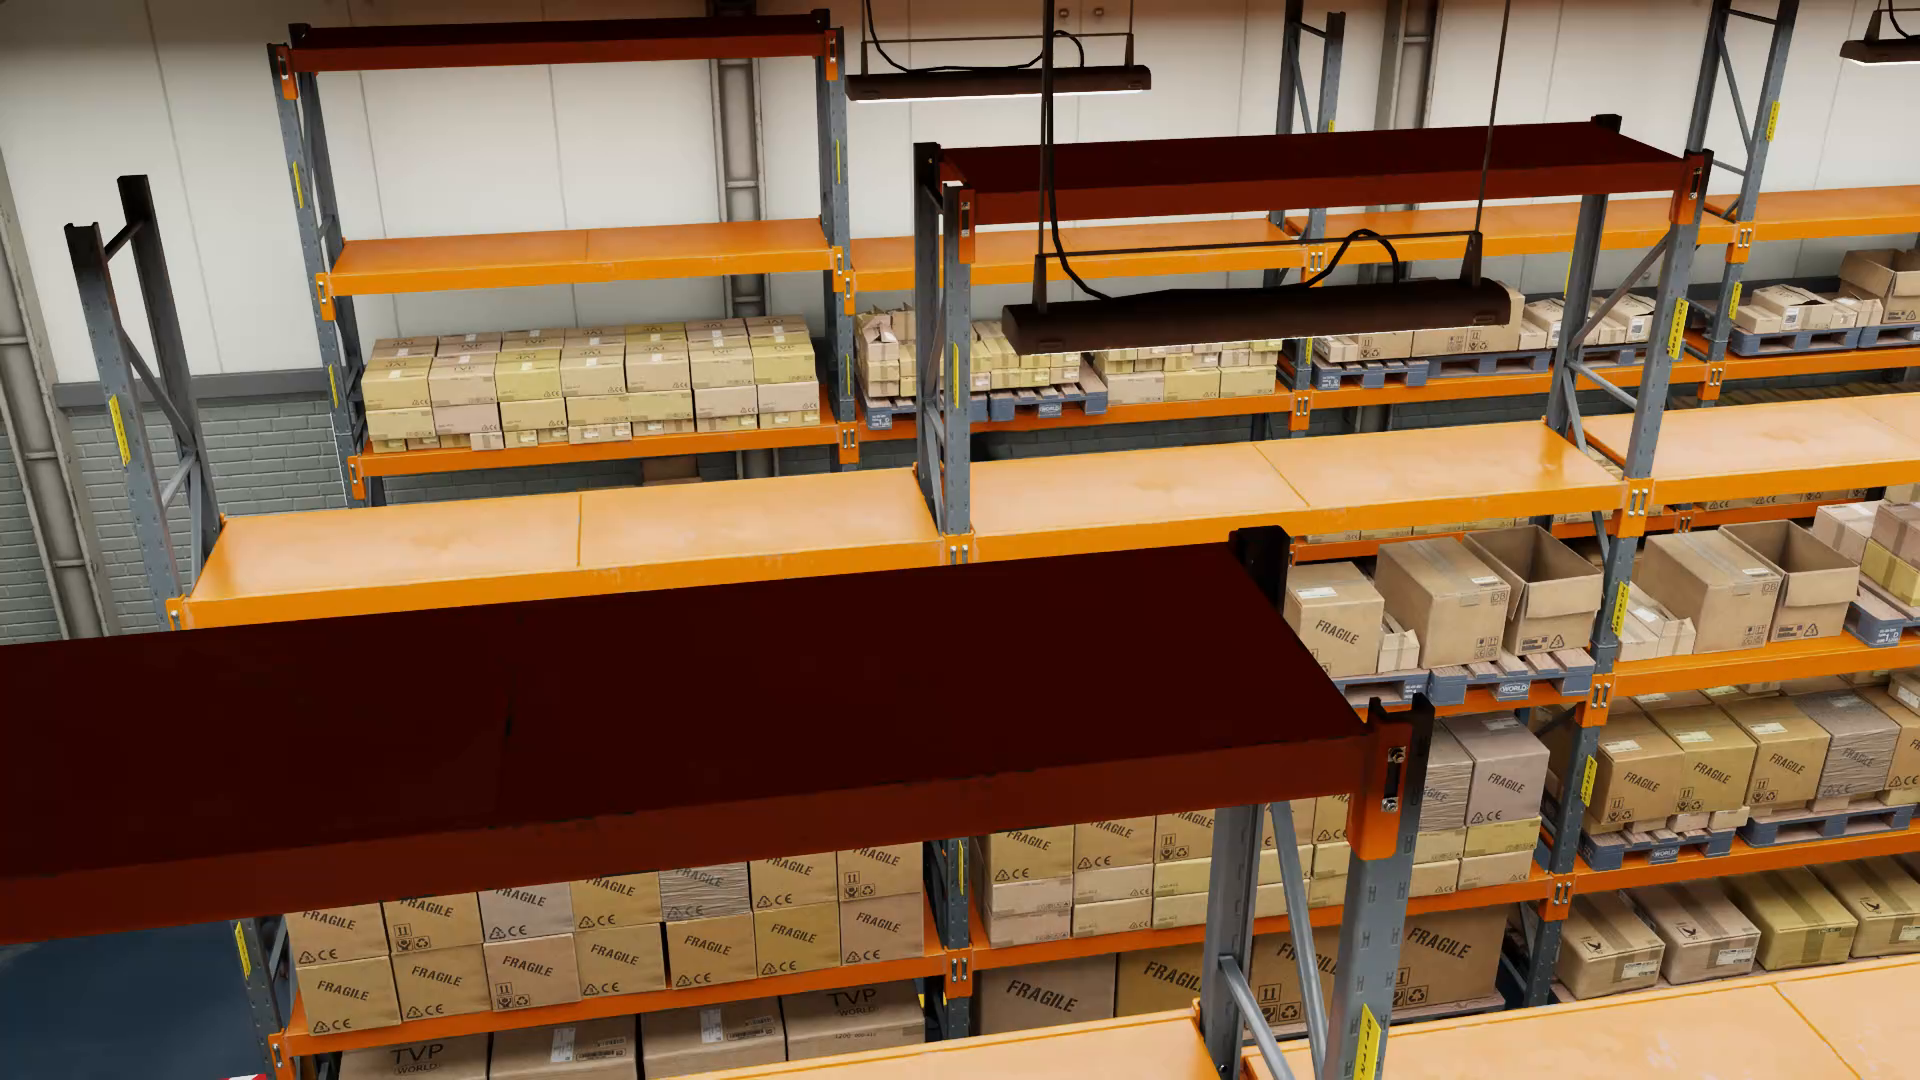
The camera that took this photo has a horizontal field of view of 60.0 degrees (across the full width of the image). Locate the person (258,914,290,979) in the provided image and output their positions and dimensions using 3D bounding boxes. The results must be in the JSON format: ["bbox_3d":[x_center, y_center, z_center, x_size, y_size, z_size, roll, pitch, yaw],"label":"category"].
[{"bbox_3d":[-4.621,2.508,11.382,0.616,1.546,0.627,-16,30,-30],"label":"person"}]
